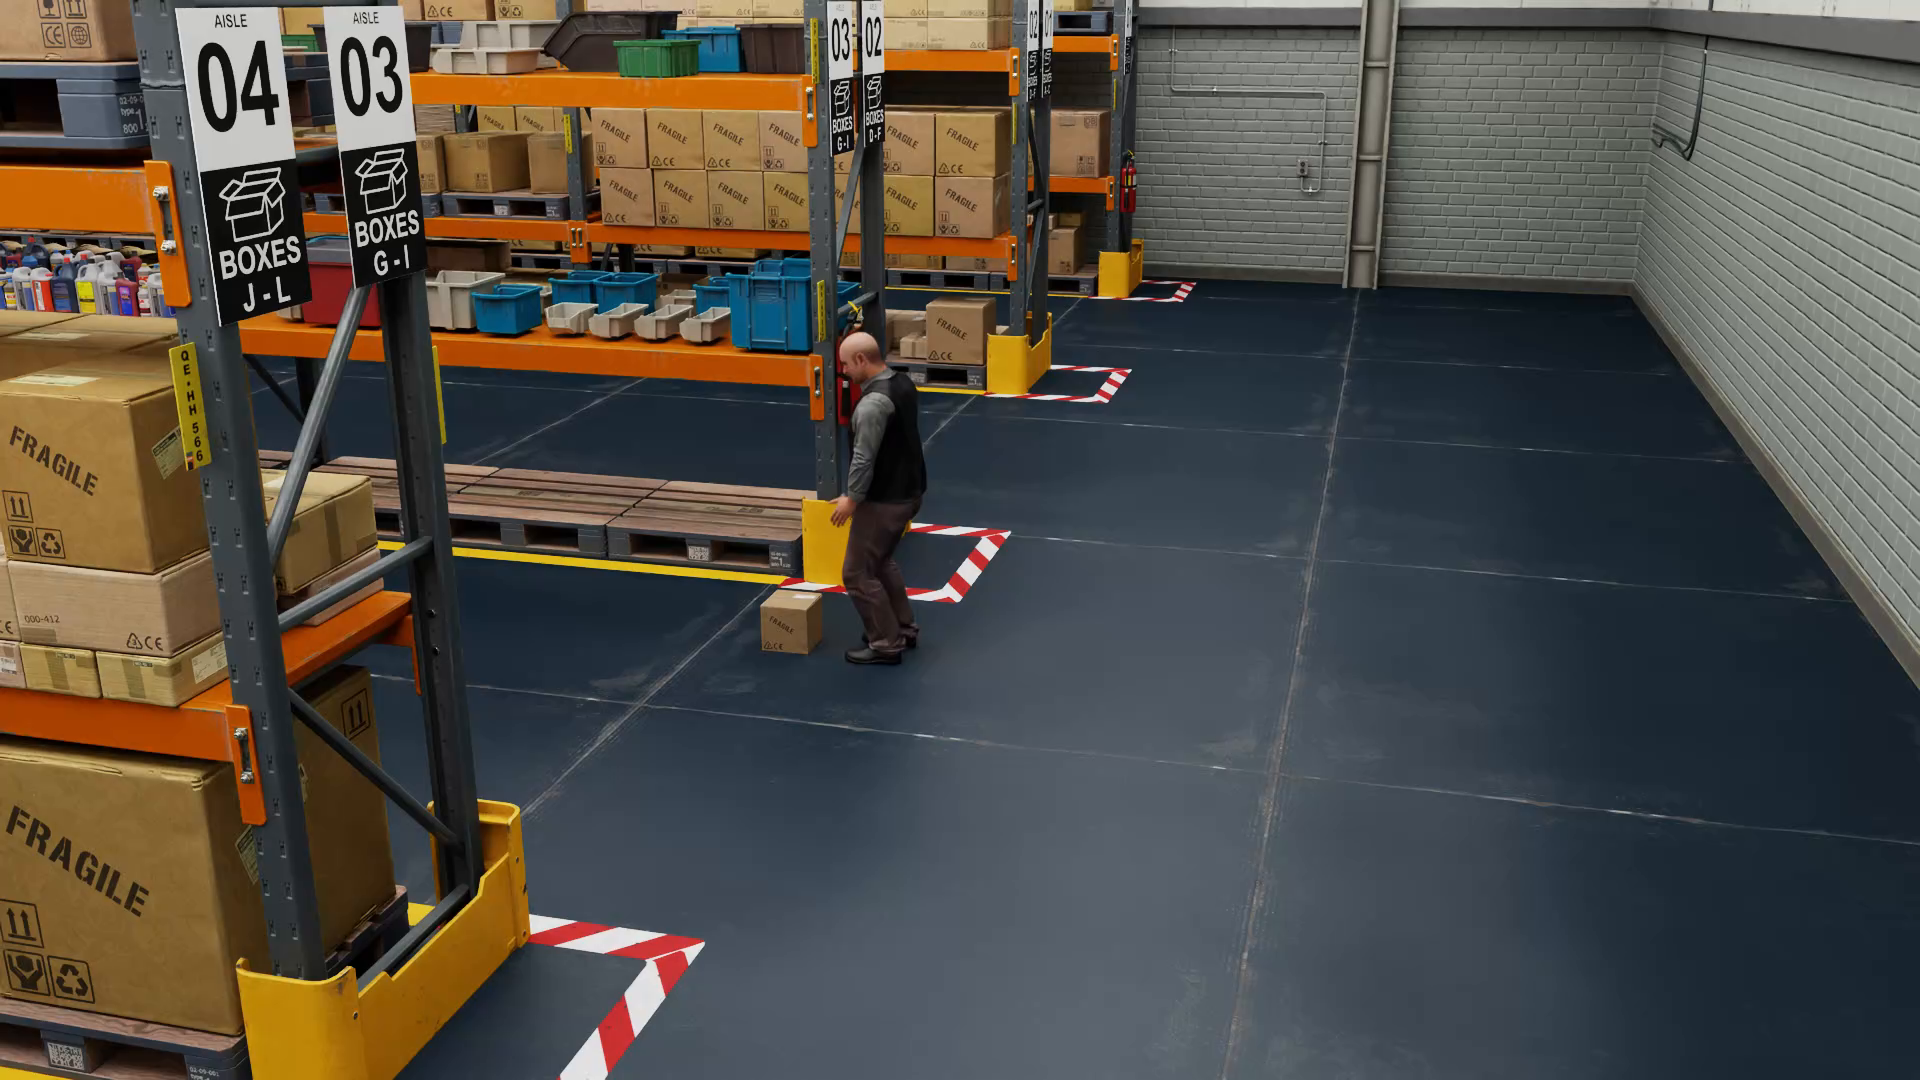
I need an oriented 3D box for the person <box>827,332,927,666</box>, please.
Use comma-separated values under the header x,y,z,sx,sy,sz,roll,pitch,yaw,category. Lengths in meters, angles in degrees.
x,y,z,sx,sy,sz,roll,pitch,yaw,category
-0.399,-0.201,8.296,0.423,1.679,0.556,5,19,15,person
